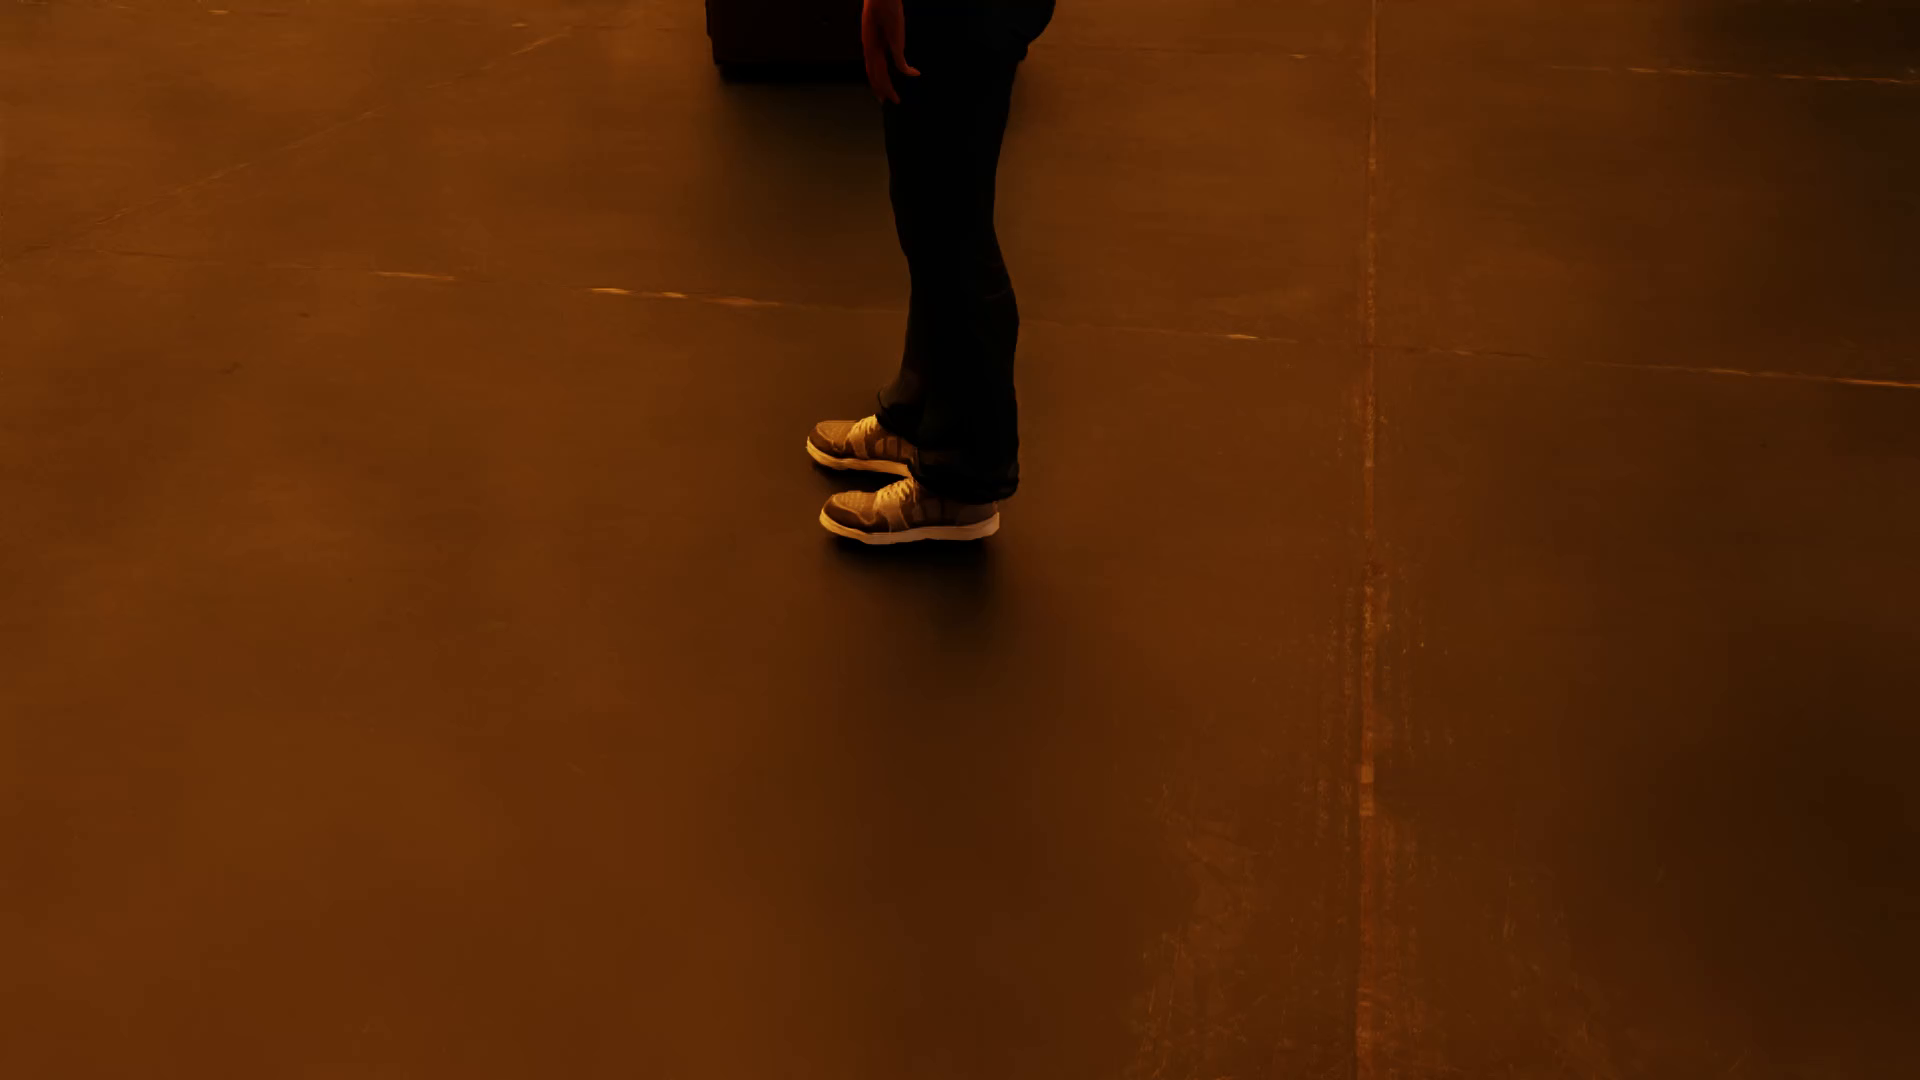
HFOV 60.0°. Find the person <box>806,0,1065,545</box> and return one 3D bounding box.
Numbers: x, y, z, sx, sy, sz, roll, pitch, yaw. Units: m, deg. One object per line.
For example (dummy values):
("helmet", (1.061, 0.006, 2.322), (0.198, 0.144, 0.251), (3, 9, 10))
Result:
("person", (-0.069, -0.733, 2.163), (0.474, 1.597, 0.520), (6, 27, 11))

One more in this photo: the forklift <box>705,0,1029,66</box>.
("forklift", (-0.408, -3.499, 6.181), (1.130, 2.935, 3.031), (-2, 27, -4))
